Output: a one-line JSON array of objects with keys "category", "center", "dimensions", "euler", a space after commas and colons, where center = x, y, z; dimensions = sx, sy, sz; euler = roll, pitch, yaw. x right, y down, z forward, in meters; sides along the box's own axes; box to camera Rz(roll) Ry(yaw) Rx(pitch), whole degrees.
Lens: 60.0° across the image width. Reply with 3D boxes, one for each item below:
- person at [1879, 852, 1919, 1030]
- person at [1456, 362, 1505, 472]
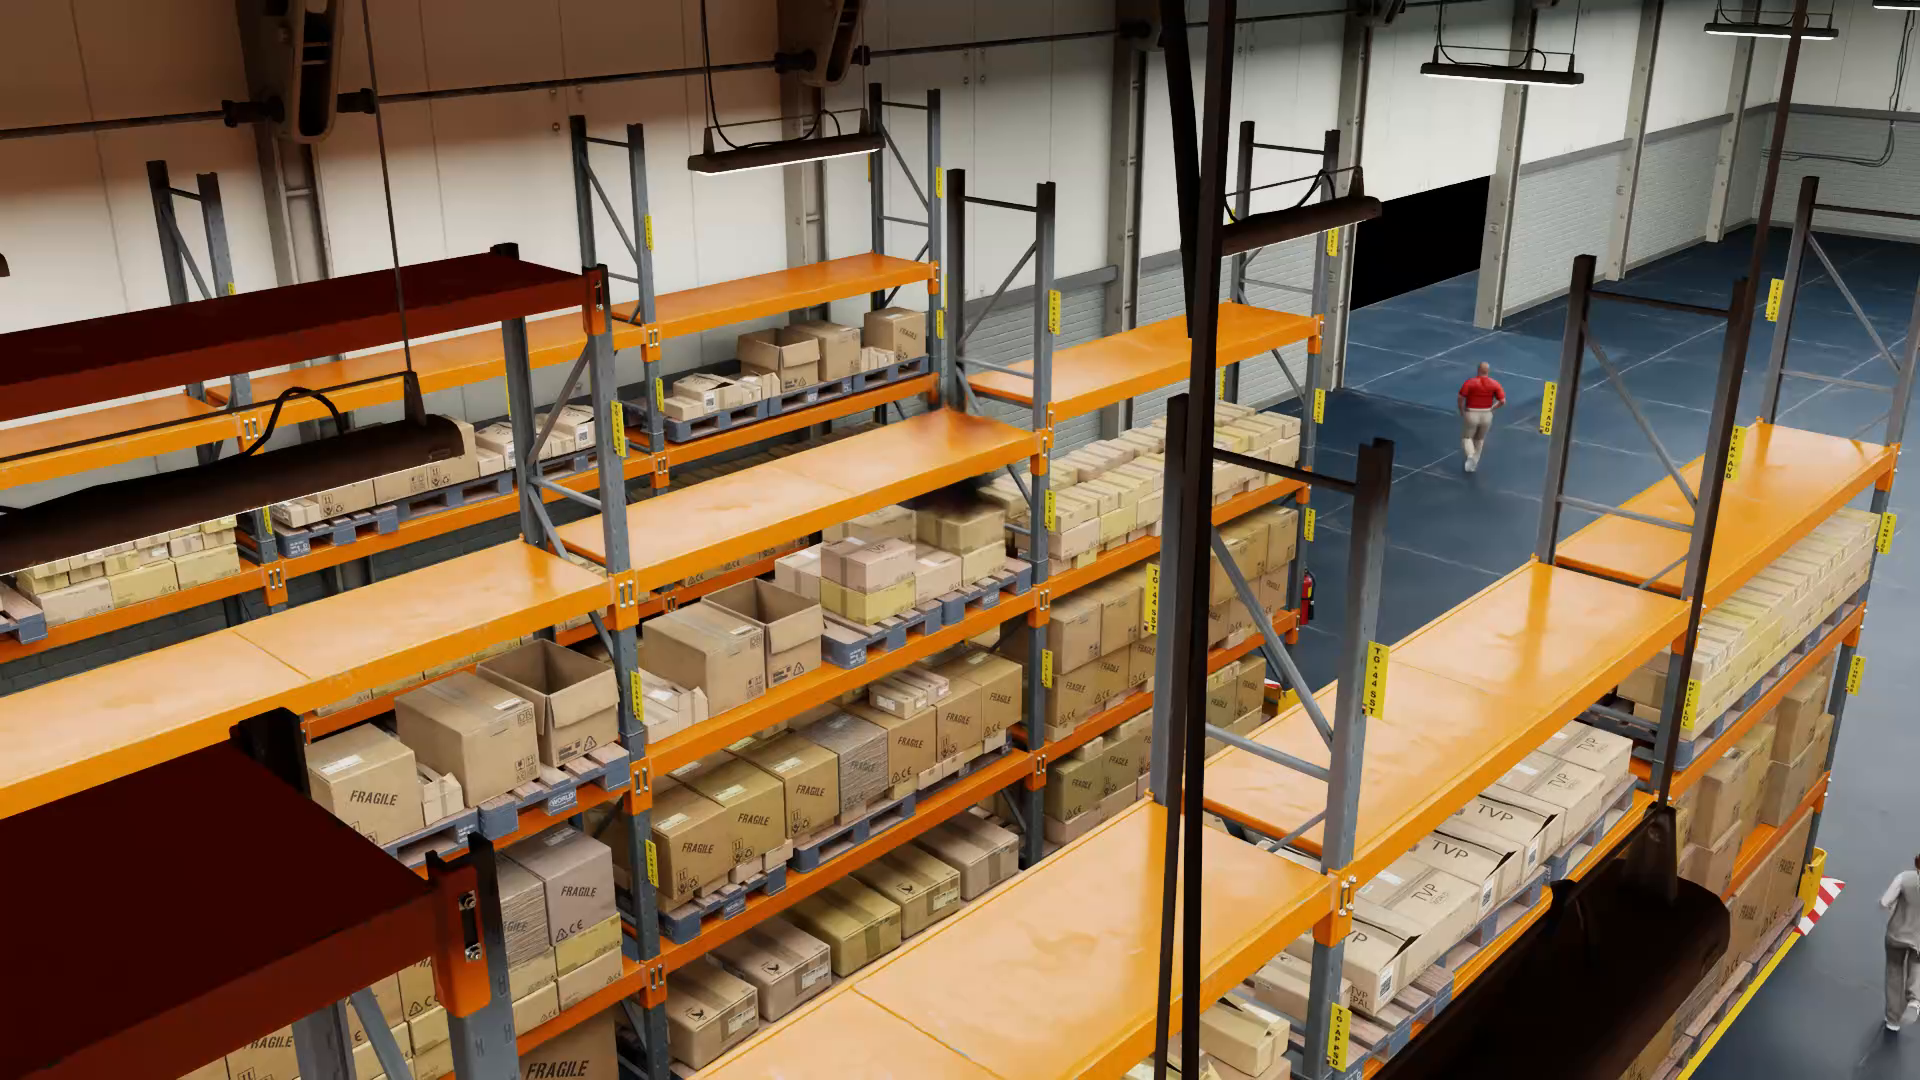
[{"category": "person", "center": [7.064, 2.938, 12.321], "dimensions": [0.536, 1.555, 0.544], "euler": [11, 24, 26]}, {"category": "person", "center": [7.557, -1.777, 24.267], "dimensions": [0.686, 1.682, 0.633], "euler": [2, 21, 6]}]
